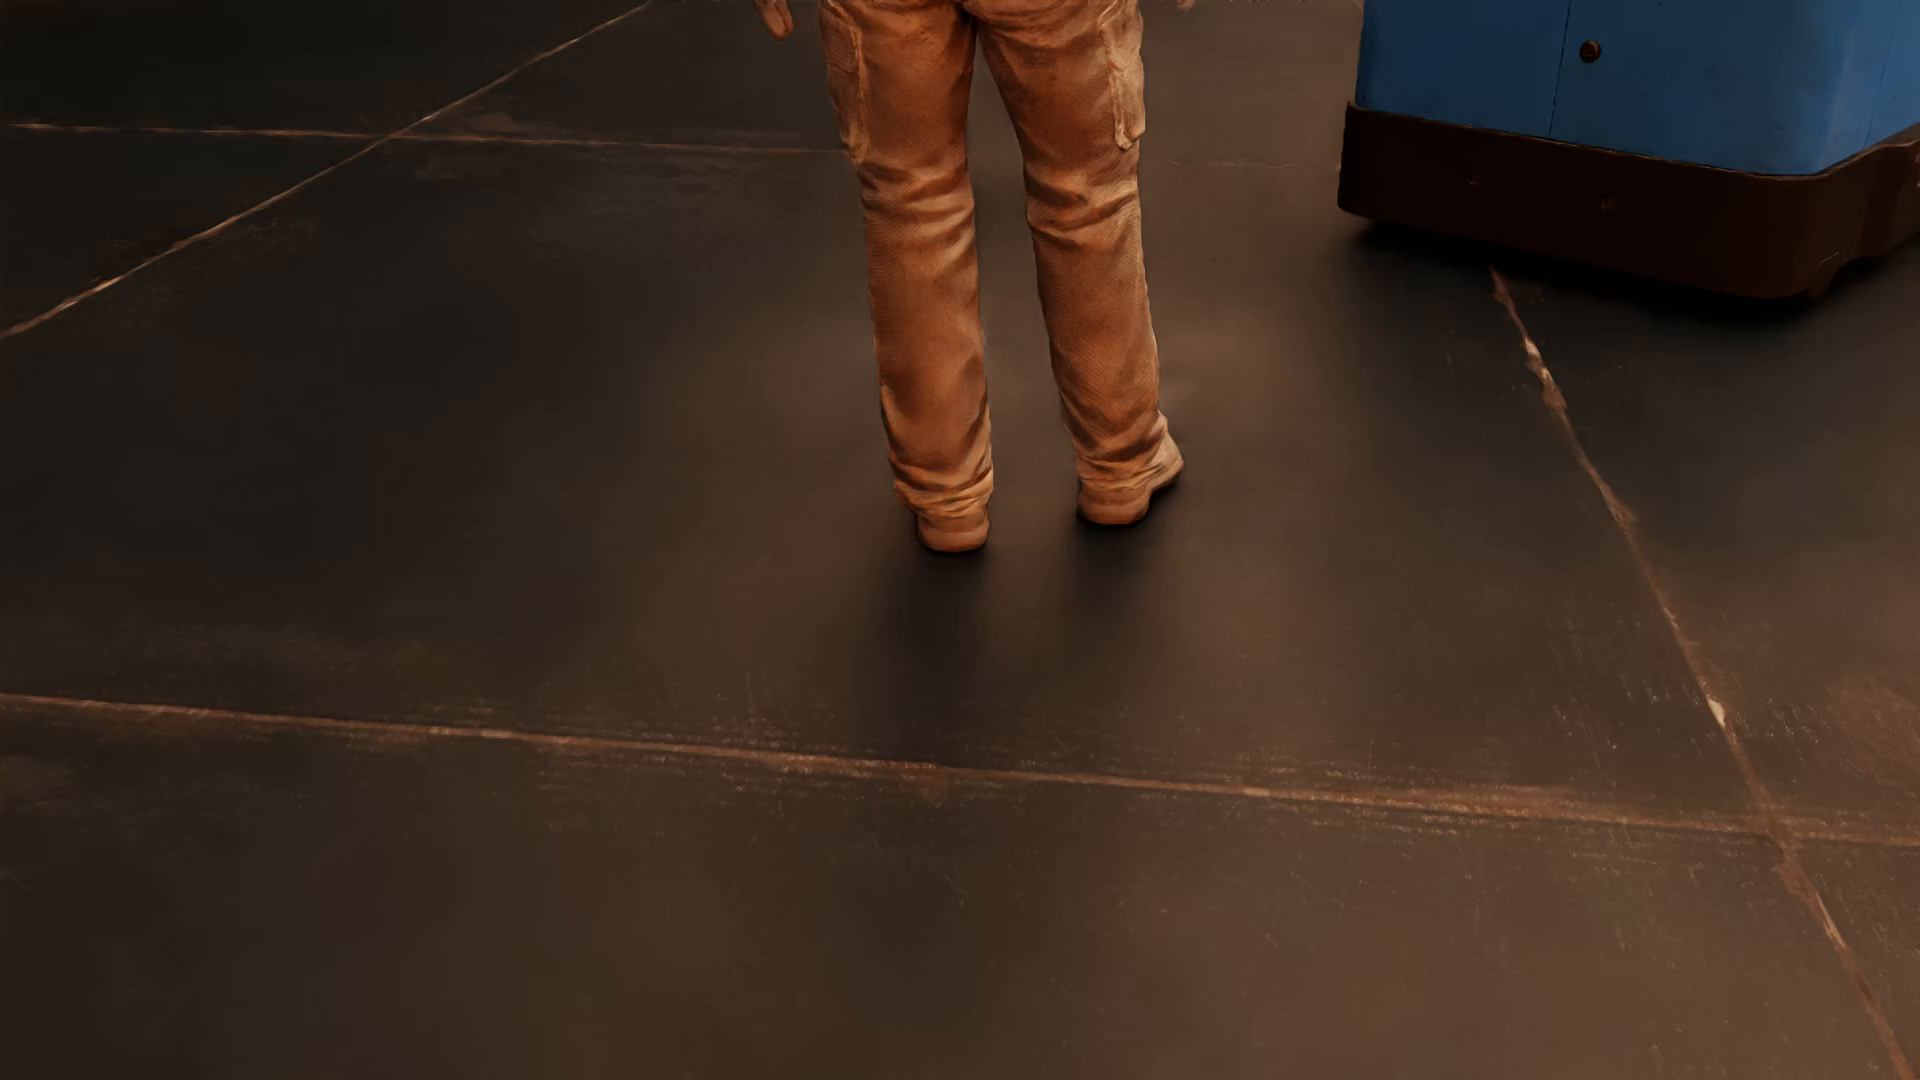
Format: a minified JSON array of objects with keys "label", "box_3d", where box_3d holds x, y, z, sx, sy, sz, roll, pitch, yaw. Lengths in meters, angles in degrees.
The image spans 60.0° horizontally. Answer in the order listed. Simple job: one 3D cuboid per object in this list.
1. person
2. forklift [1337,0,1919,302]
[{"label":"person","box_3d":[0.017,-0.836,2.162,0.655,1.782,0.576,3,27,7]},{"label":"forklift","box_3d":[2.265,-2.359,3.946,1.130,2.935,3.031,23,34,38]}]
